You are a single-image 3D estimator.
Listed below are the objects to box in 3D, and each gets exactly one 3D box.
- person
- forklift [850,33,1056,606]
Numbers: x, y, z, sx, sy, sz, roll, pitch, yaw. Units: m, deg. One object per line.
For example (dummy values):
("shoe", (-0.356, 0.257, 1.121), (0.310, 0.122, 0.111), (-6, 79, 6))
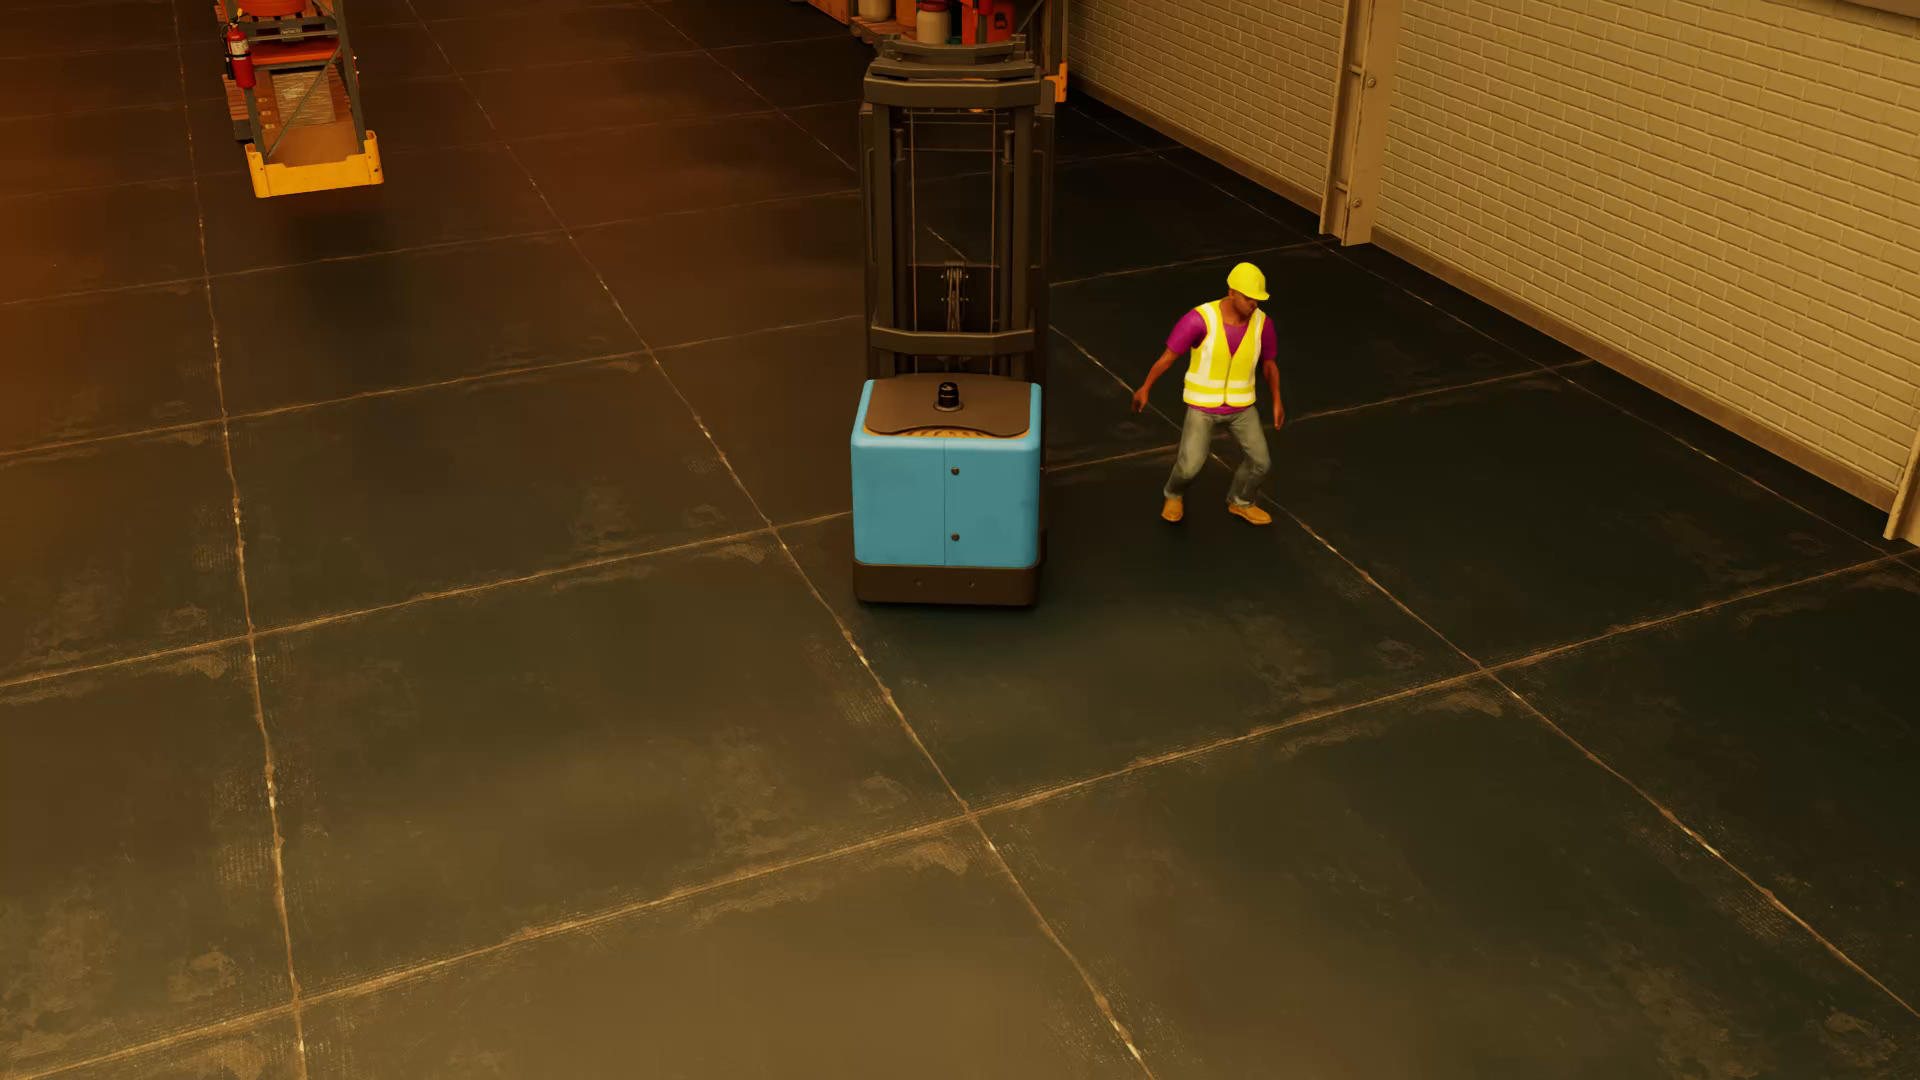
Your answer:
("person", (1.487, -0.863, 9.887), (0.918, 1.688, 0.494), (-3, 30, -5))
("forklift", (-0.005, -1.603, 9.924), (1.130, 2.935, 3.031), (1, 30, 3))
